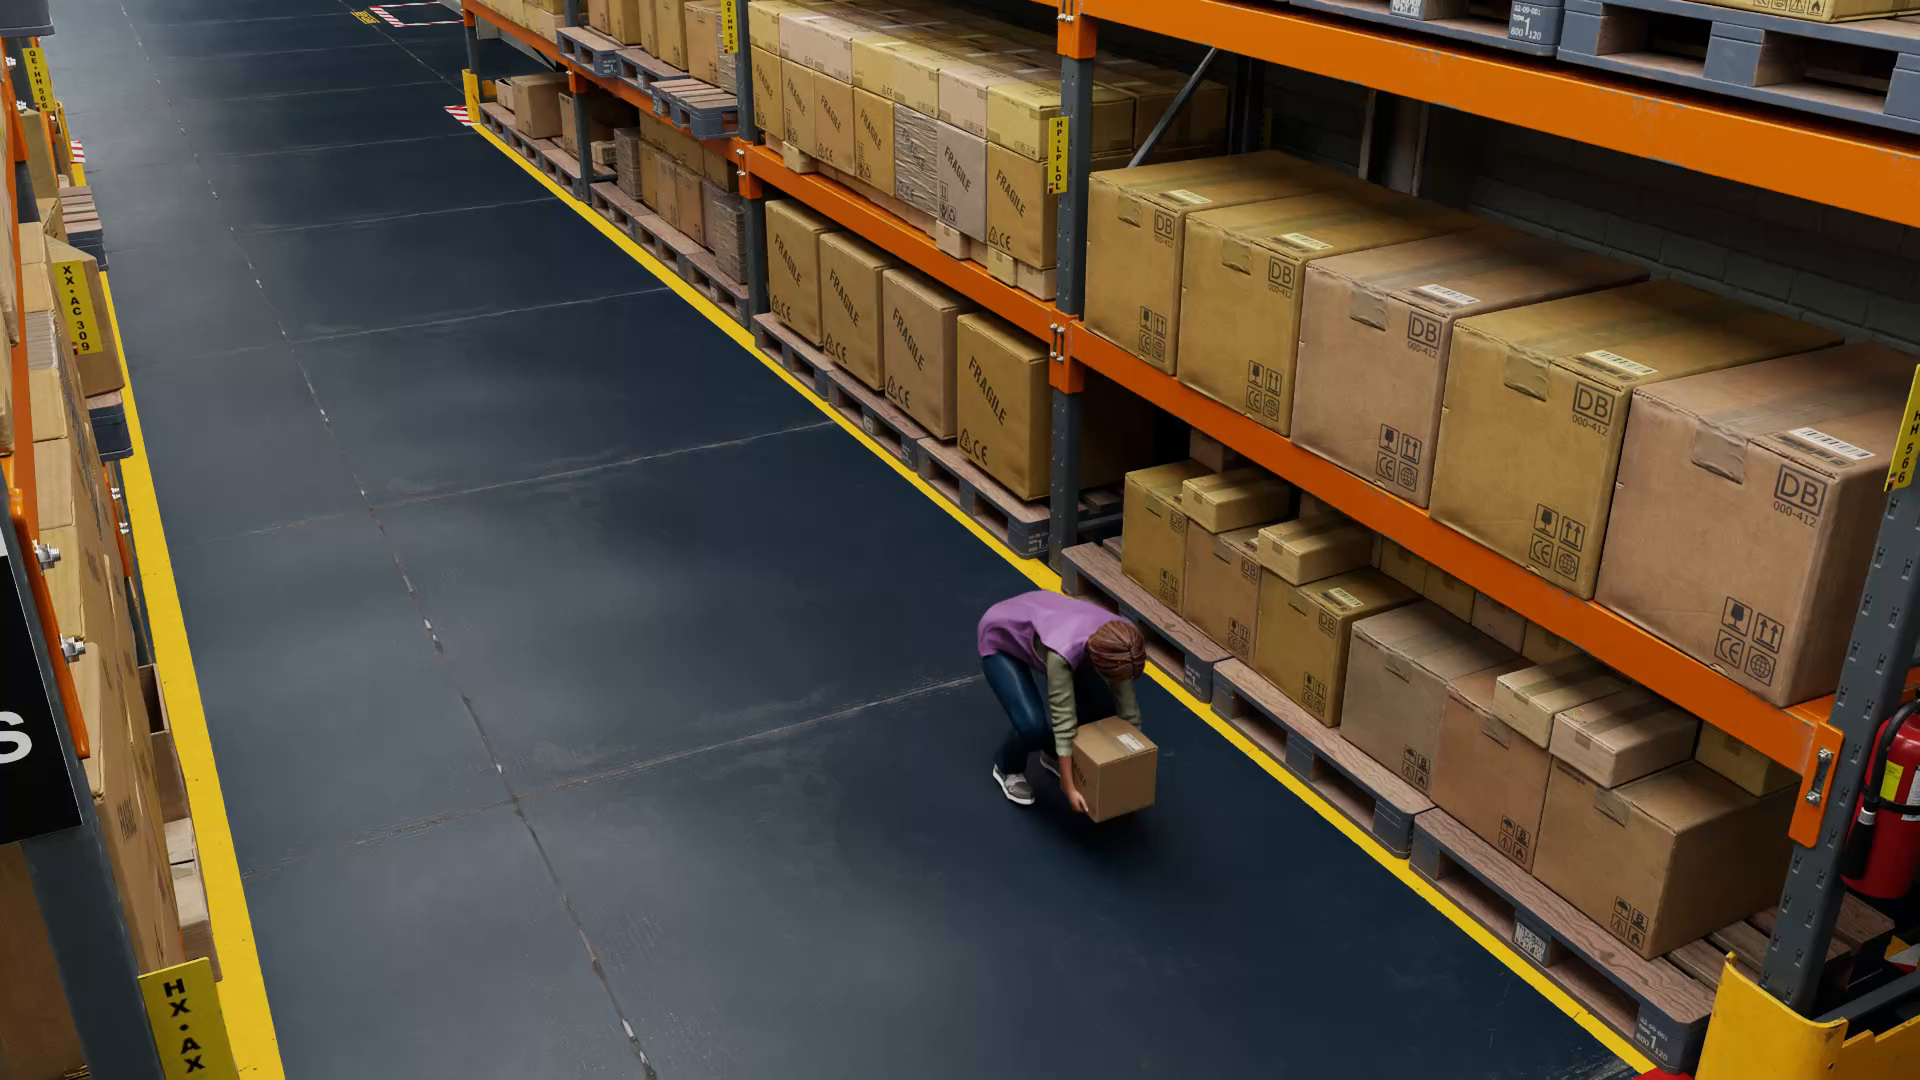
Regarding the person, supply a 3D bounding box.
[{"bbox_3d":[0.387,0.587,6.183,0.429,0.927,0.861,-15,29,-27],"label":"person"}]
